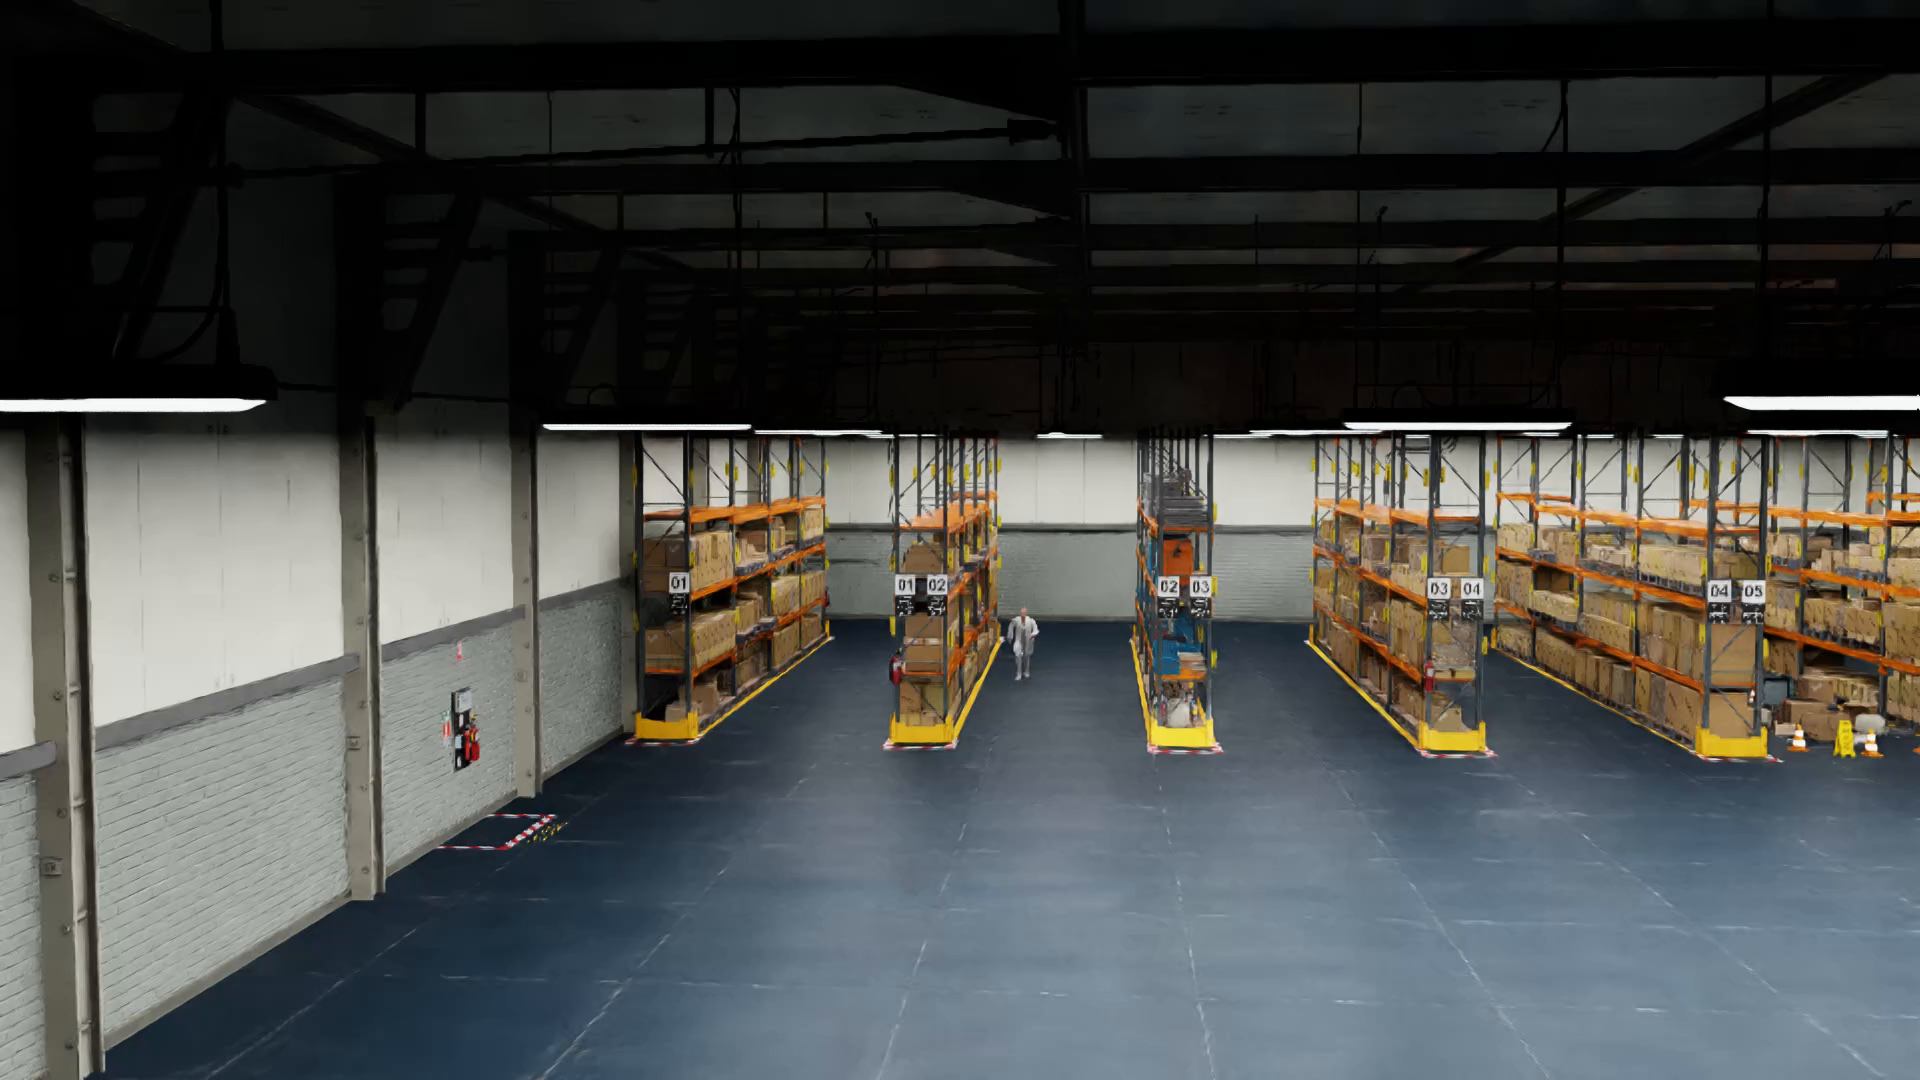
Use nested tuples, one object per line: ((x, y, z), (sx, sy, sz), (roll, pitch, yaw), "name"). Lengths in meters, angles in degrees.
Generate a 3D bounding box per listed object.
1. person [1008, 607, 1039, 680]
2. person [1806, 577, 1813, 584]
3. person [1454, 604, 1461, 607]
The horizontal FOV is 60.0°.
((1.520, 2.464, 39.908), (0.738, 1.714, 0.904), (0, 3, 1), "person")
((25.624, 1.886, 50.016), (0.660, 1.668, 0.486), (-2, 4, -34), "person")
((13.248, 2.232, 44.027), (0.710, 1.699, 0.948), (1, 3, 11), "person")
